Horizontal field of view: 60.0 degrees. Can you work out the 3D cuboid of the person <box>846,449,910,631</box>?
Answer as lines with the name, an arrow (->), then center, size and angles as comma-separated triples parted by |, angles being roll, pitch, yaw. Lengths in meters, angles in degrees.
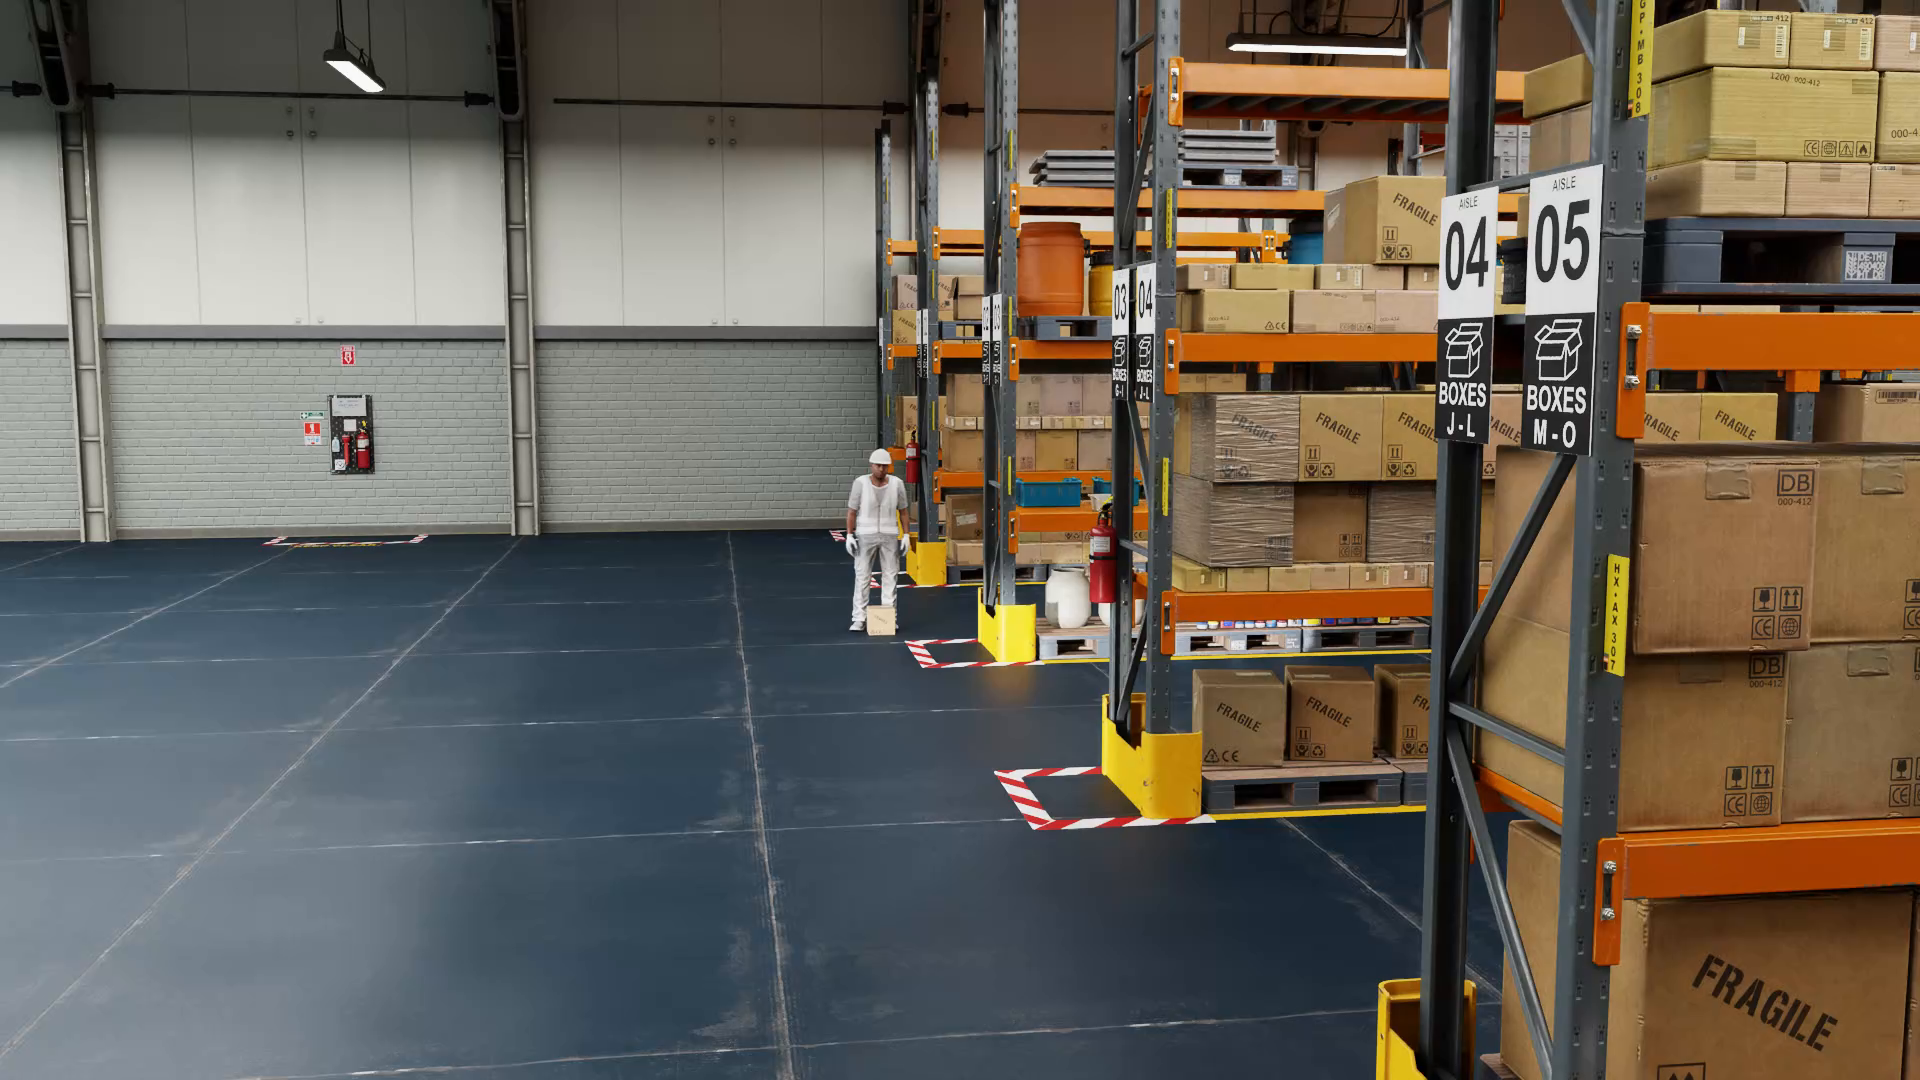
person -> -0.798, -0.006, 16.210 | 0.629, 1.774, 0.452 | -1, 6, -8
